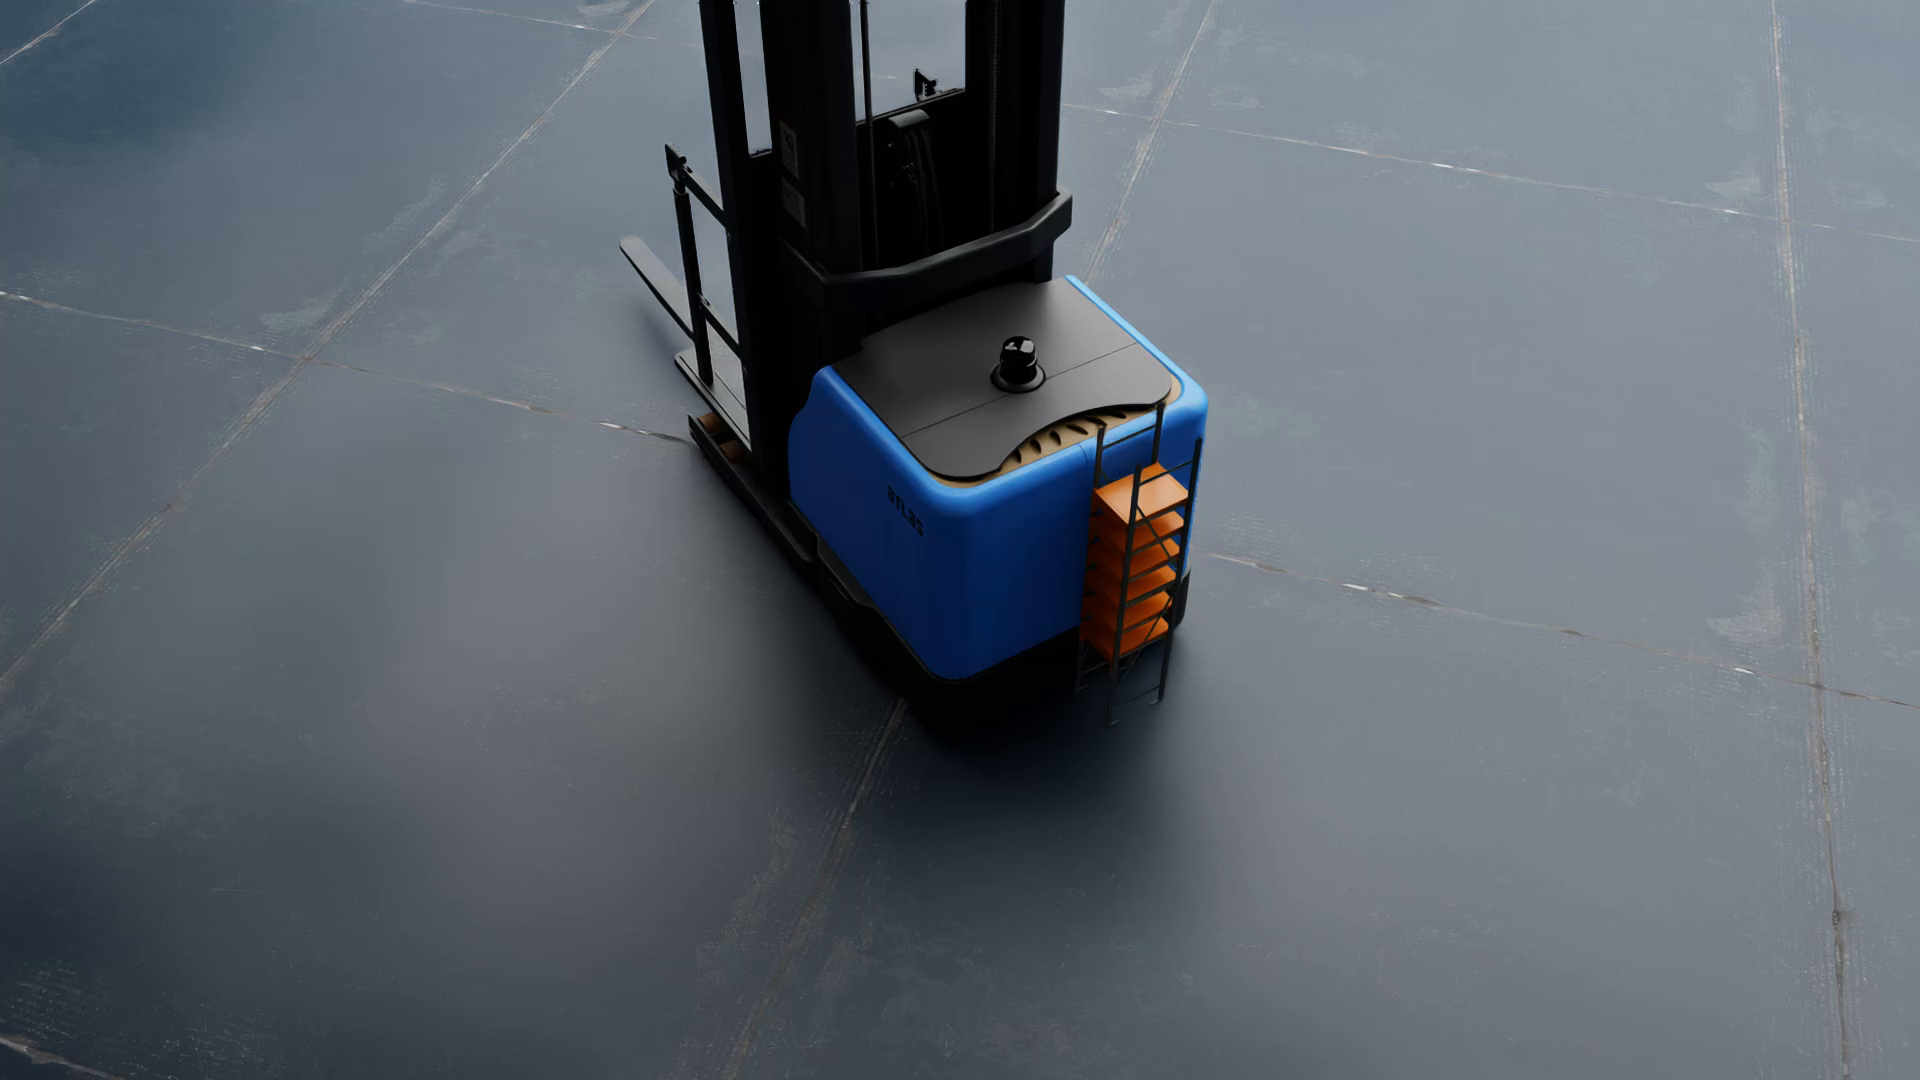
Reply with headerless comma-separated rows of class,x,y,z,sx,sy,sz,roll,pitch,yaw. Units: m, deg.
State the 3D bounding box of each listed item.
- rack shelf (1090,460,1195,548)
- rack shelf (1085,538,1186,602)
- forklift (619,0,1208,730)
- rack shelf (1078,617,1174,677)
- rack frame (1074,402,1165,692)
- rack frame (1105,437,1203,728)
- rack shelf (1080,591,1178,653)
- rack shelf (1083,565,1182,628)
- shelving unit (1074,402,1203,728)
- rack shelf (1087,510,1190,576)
rack shelf,0.552,-0.111,5.051,0.258,0.103,0.180,-24,50,-22
rack shelf,0.550,0.058,5.222,0.258,0.103,0.180,-24,50,-22
forklift,-0.410,-1.430,5.616,1.130,2.935,3.031,-24,49,-22
rack shelf,0.546,0.311,5.478,0.258,0.103,0.180,-24,50,-22
rack frame,0.500,0.056,5.330,0.240,1.200,0.006,-24,50,-22
rack frame,0.598,0.167,5.222,0.240,1.200,0.006,-24,50,-22
rack shelf,0.547,0.227,5.393,0.258,0.103,0.180,-24,50,-22
rack shelf,0.548,0.143,5.307,0.258,0.103,0.180,-24,50,-22
shelving unit,0.549,0.111,5.276,0.258,1.200,0.189,-24,50,-22
rack shelf,0.551,-0.026,5.137,0.258,0.103,0.180,-24,50,-22
